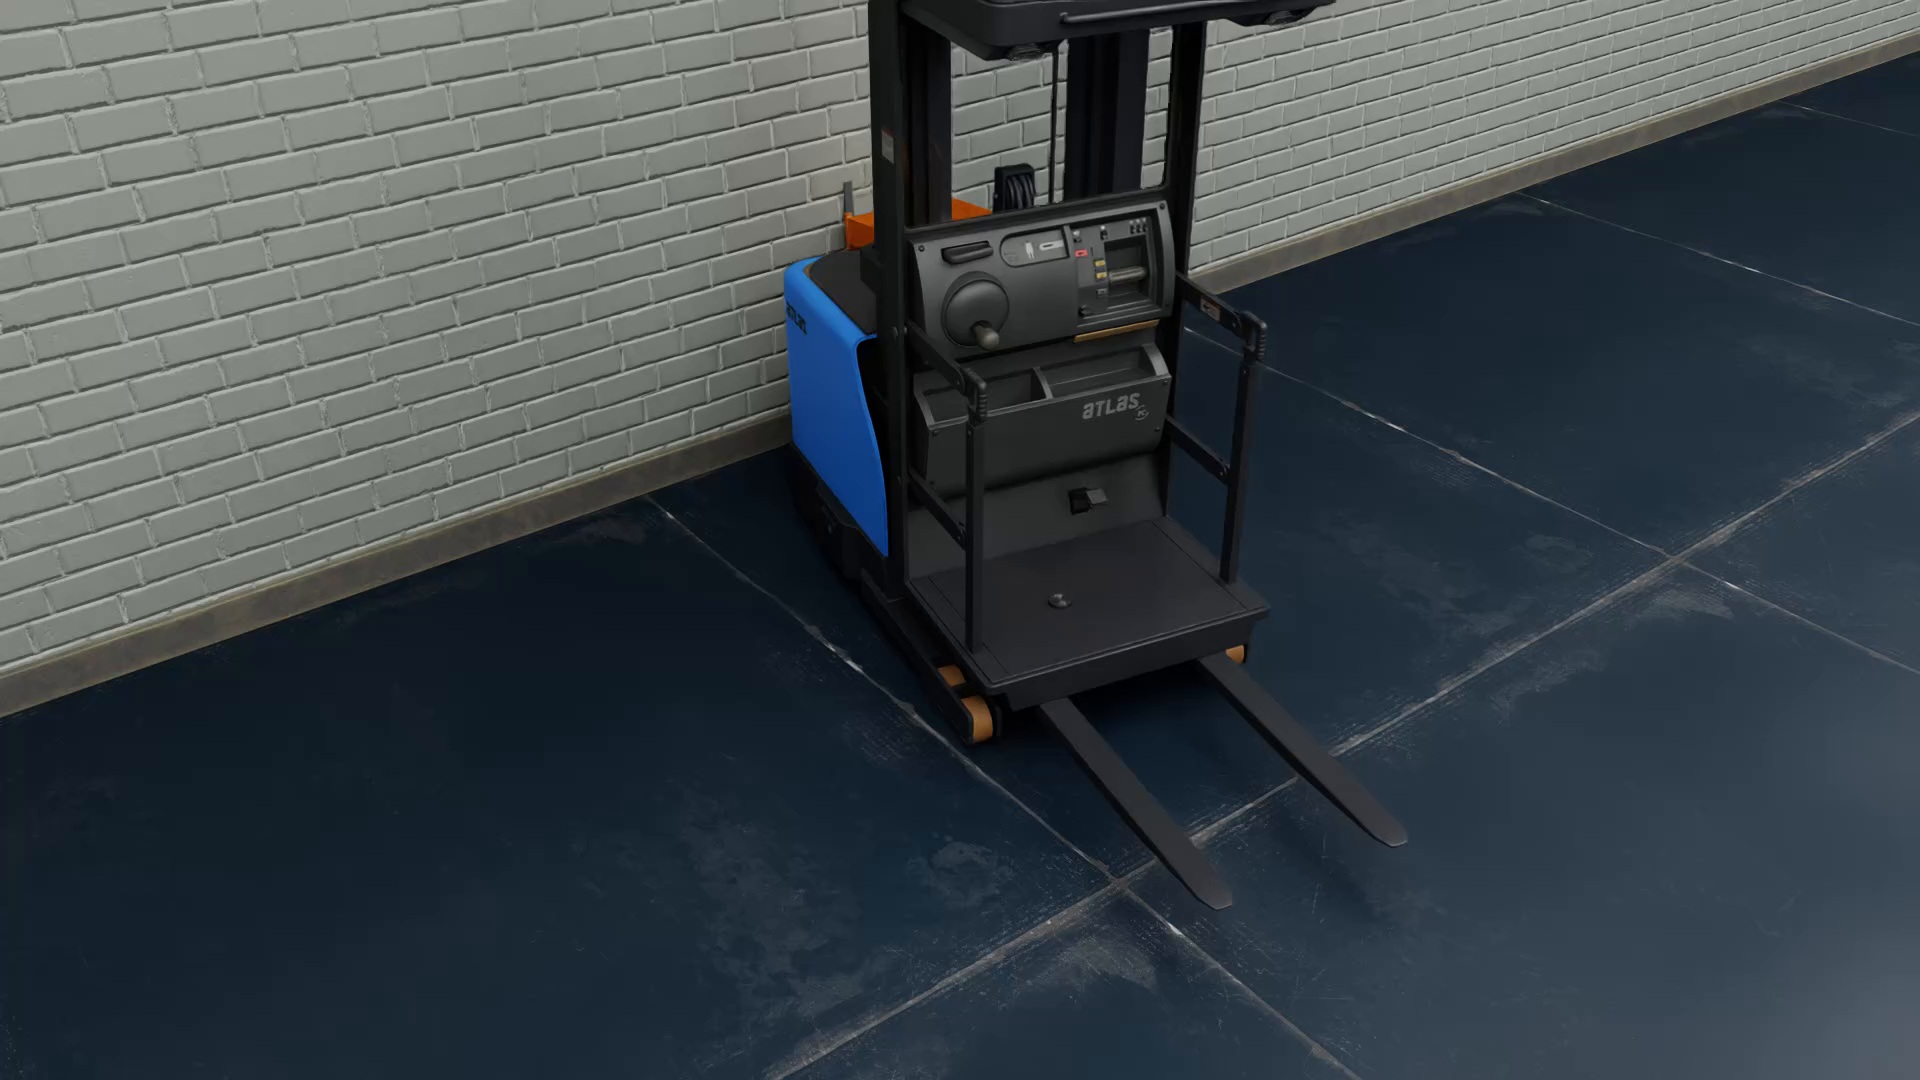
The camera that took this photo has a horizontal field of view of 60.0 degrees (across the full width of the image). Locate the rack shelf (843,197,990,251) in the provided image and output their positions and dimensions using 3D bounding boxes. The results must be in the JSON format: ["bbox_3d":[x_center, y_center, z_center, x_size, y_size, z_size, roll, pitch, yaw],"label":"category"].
[{"bbox_3d":[0.015,-1.188,6.963,0.538,0.278,1.000,-22,33,-32],"label":"rack shelf"}]

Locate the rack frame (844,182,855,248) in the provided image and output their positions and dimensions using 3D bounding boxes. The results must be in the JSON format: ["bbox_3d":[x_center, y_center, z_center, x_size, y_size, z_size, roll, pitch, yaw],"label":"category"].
[{"bbox_3d":[-0.281,-1.103,7.463,0.500,1.125,0.032,-22,33,-32],"label":"rack frame"}]

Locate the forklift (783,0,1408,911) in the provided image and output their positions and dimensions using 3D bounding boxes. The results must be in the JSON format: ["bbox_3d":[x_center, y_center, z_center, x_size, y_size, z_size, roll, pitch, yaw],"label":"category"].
[{"bbox_3d":[0.379,-0.816,5.286,1.130,2.935,3.031,-14,34,-21],"label":"forklift"}]

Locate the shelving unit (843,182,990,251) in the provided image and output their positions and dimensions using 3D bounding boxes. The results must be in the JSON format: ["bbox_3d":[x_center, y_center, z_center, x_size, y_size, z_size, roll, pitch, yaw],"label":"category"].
[{"bbox_3d":[0.029,-0.929,7.099,0.538,1.125,1.048,-22,33,-32],"label":"shelving unit"}]
